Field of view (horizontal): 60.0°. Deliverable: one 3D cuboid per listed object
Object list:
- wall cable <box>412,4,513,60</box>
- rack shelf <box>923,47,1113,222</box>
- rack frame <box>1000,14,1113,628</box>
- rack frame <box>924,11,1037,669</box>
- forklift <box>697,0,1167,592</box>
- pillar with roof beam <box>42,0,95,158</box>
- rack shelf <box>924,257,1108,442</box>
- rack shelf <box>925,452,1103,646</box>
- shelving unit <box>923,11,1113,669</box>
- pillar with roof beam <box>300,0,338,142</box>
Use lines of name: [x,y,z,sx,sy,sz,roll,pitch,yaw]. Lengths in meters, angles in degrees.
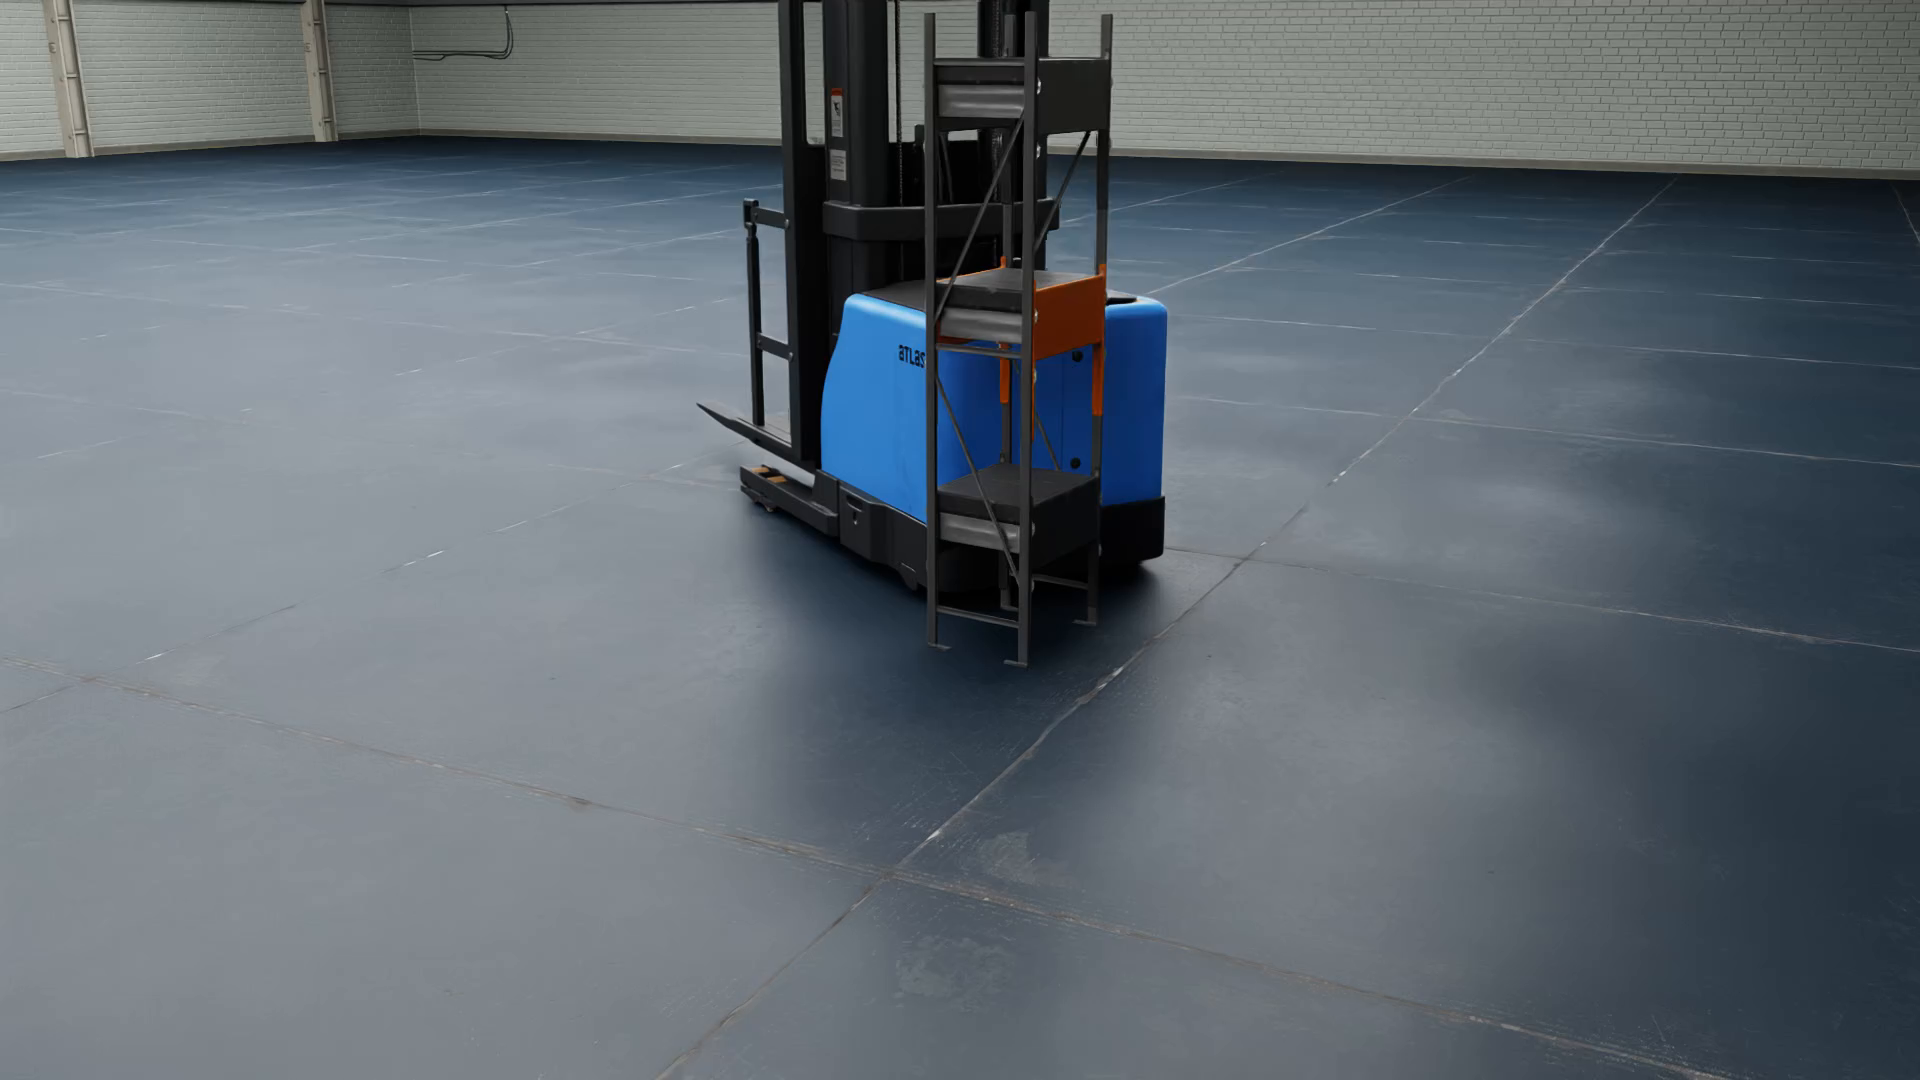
wall cable: [-11.393,-12.152,37.586,3.097,2.526,0.112,8,18,25]
rack shelf: [0.191,-1.324,5.383,0.431,0.518,0.480,10,19,31]
rack frame: [0.322,-0.724,5.775,0.400,2.100,0.015,10,19,31]
rack frame: [0.060,-0.607,5.381,0.400,2.100,0.015,10,19,31]
forklift: [-0.347,-1.581,7.200,1.130,2.935,3.031,-9,19,-28]
pillar with roof beam: [-12.722,-10.982,28.195,9.100,9.000,0.400,8,18,25]
rack shelf: [0.191,-0.653,5.582,0.431,0.518,0.480,10,19,31]
rack shelf: [0.191,0.018,5.781,0.431,0.518,0.480,10,19,31]
shelving unit: [0.191,-0.666,5.578,0.431,2.100,0.503,10,19,31]
pillar with roof beam: [-10.041,-12.511,33.340,9.100,9.000,0.400,8,18,25]
